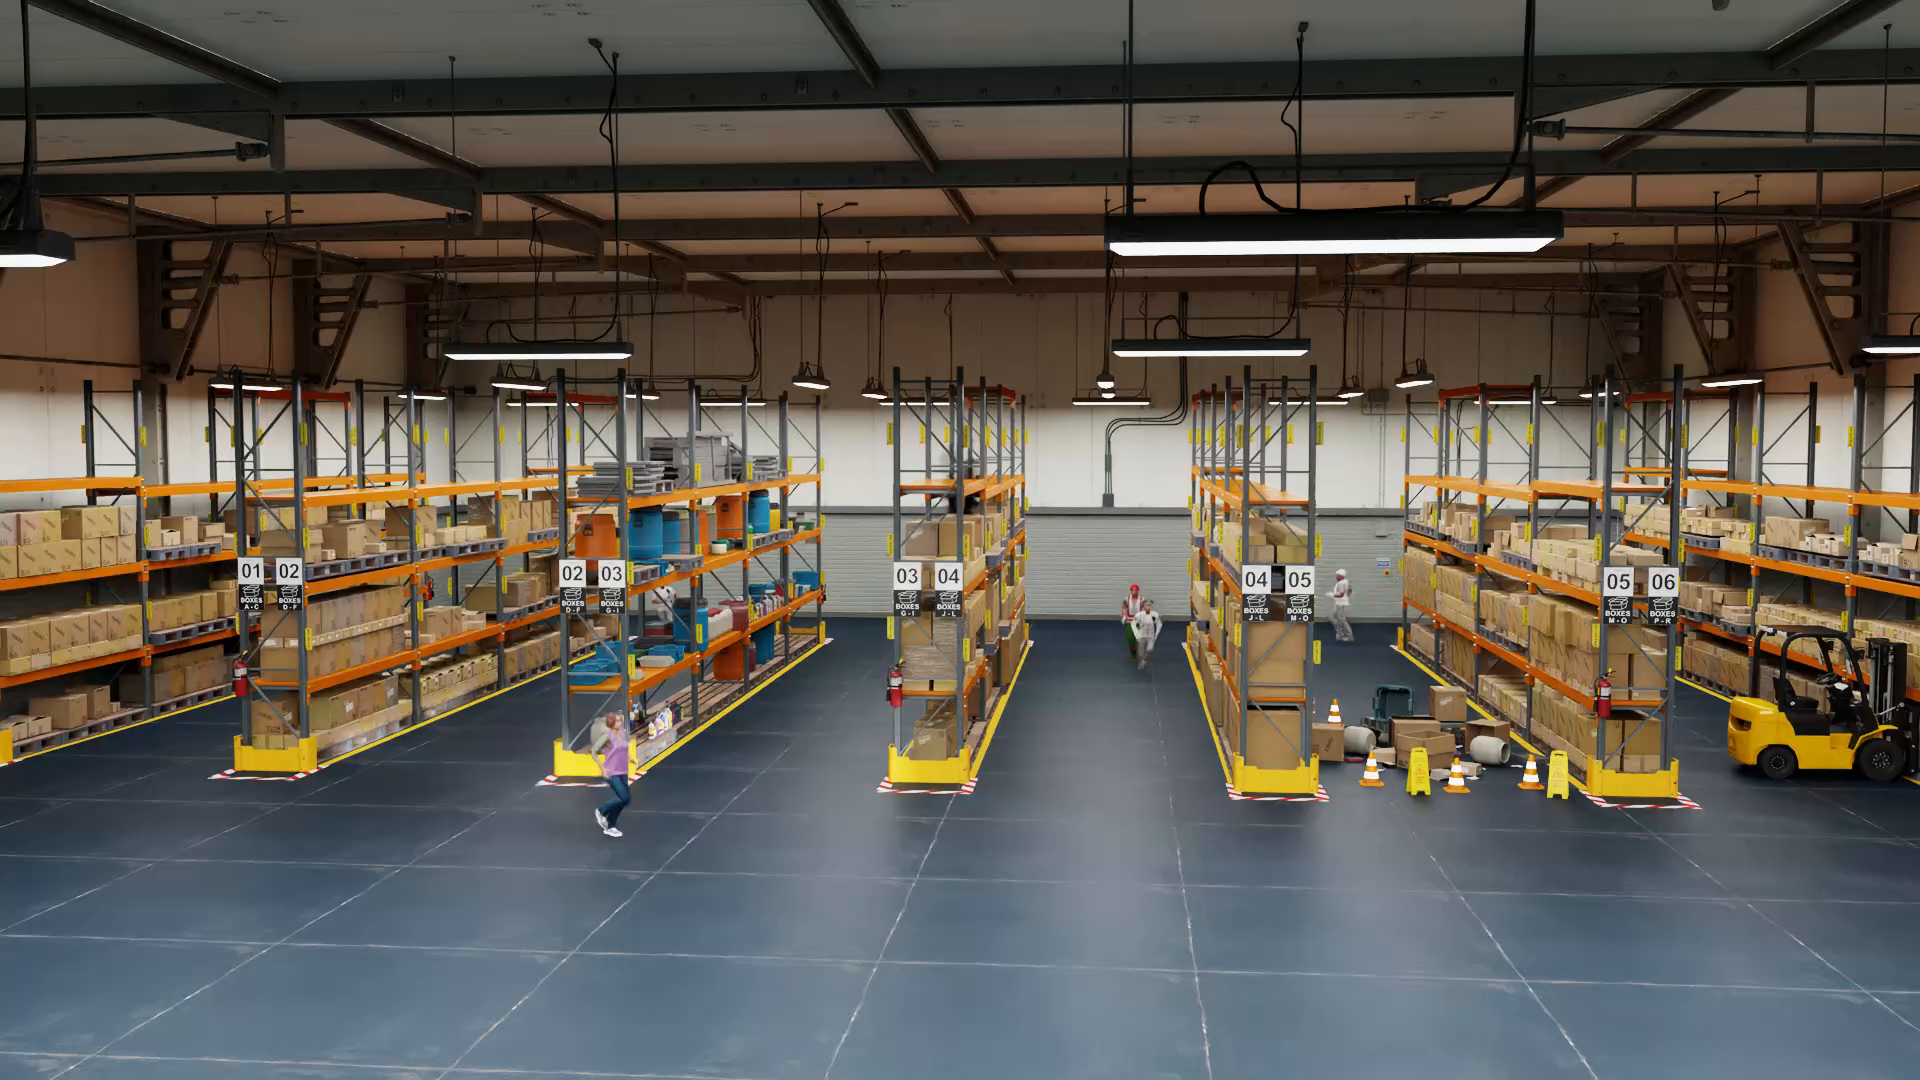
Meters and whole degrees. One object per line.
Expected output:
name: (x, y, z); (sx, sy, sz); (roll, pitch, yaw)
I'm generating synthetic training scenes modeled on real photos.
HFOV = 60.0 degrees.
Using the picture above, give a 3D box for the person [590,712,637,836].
person: (-4.284, 2.933, 20.780); (0.534, 1.558, 0.529); (2, 4, 27)

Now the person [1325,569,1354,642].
person: (9.250, 1.603, 40.537); (0.693, 1.790, 0.677); (1, 4, 12)

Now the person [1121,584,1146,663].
person: (3.902, 1.837, 37.051); (0.638, 1.738, 0.740); (1, 4, 13)

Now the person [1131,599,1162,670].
person: (3.889, 1.974, 34.553); (0.638, 1.519, 0.718); (0, 4, -1)

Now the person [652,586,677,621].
person: (-7.031, 1.717, 39.600); (0.582, 1.753, 0.789); (0, 4, -4)
